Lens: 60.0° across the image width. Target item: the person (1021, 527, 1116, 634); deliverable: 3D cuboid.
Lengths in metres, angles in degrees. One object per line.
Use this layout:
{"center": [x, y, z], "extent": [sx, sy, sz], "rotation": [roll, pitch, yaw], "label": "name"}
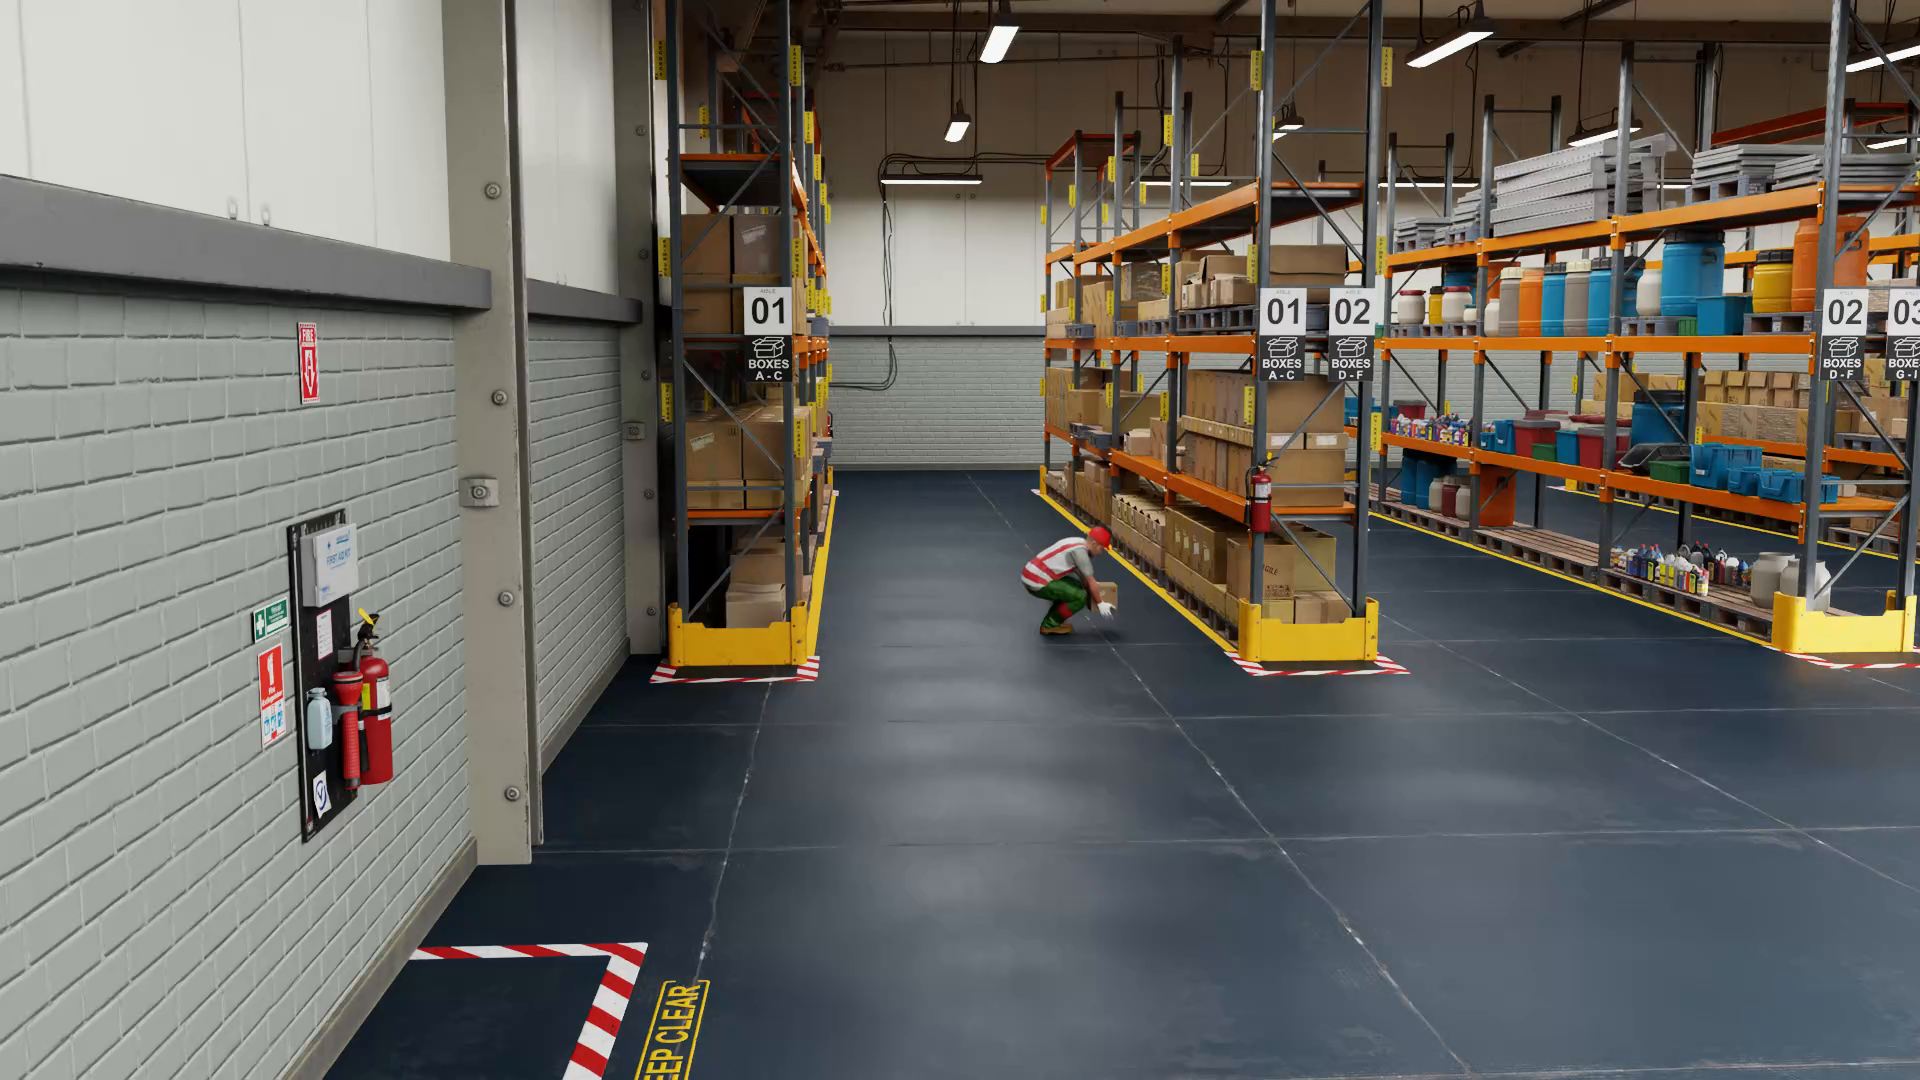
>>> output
{"center": [1.027, 0.380, 15.830], "extent": [0.895, 0.997, 0.542], "rotation": [-1, 7, -5], "label": "person"}
